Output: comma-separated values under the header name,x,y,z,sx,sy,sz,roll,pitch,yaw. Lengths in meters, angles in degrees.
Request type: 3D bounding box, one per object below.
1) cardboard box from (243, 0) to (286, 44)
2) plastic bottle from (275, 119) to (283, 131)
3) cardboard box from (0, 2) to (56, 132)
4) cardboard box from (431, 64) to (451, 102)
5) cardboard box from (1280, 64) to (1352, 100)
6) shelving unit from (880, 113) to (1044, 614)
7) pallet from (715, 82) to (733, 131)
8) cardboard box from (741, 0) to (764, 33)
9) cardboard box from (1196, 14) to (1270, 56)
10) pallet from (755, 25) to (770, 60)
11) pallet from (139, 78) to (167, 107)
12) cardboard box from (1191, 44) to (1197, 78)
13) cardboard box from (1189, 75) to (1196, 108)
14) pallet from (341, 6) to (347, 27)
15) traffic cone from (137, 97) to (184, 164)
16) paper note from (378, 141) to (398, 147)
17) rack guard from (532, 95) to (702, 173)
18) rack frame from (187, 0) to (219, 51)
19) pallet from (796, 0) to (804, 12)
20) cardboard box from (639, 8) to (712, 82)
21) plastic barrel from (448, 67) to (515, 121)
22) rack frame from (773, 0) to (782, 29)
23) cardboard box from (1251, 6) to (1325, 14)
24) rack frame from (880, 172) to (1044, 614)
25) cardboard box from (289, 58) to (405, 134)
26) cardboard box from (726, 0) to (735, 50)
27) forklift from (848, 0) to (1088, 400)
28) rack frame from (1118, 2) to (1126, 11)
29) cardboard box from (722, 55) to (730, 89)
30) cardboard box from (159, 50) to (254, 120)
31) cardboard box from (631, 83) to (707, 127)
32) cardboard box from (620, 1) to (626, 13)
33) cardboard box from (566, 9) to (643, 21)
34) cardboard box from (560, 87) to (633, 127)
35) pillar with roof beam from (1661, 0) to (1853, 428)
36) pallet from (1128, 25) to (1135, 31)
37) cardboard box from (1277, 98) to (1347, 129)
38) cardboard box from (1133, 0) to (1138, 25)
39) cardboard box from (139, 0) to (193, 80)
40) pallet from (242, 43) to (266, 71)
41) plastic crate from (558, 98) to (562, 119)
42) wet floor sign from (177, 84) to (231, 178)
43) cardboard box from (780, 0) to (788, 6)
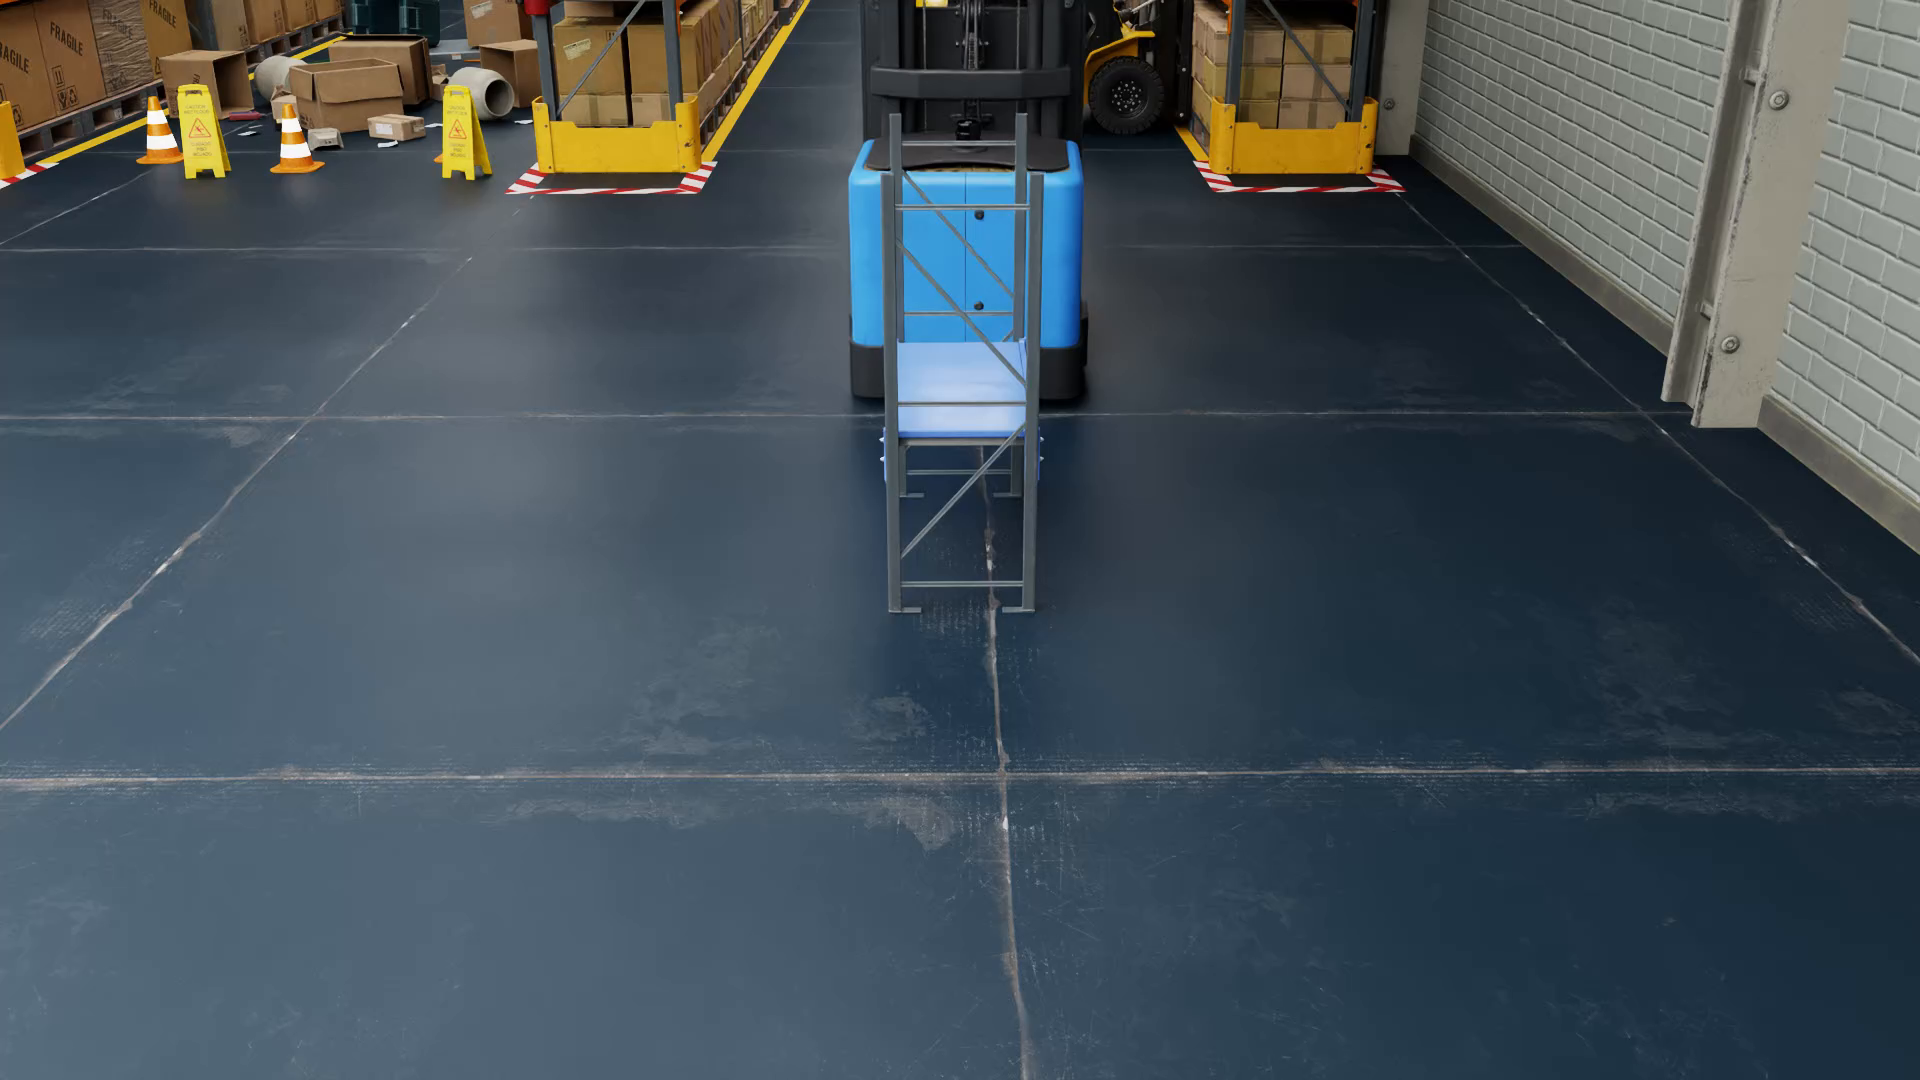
name,x,y,z,sx,sy,sz,roll,pitch,yaw
cardboard box,-7.616,-5.508,17.008,1.050,0.750,0.750,0,24,-1
plastic bottle,-5.627,-3.466,13.838,0.133,0.061,0.283,-9,26,-19
cardboard box,-7.542,-3.543,12.512,0.875,0.875,0.875,0,24,0
cardboard box,-4.701,-4.161,15.129,0.258,0.266,0.396,-19,31,-36
cardboard box,2.646,-3.489,12.545,0.500,0.250,0.500,0,24,0
shelving unit,0.001,-0.648,5.863,0.538,1.500,1.048,0,24,-1
pallet,-2.505,-3.701,14.178,1.003,0.211,1.213,0,24,-1
cardboard box,-2.592,-5.545,17.550,0.950,0.372,0.625,1,24,1
cardboard box,2.115,-3.921,12.893,0.500,0.250,0.500,0,24,0
pallet,-2.590,-5.307,17.727,1.003,0.211,1.213,0,24,-1
pallet,-7.582,-4.104,15.069,1.003,0.211,1.213,0,24,-1
cardboard box,2.104,-3.913,13.482,0.500,0.250,0.500,-1,24,-2
cardboard box,2.130,-3.670,13.551,0.500,0.250,0.500,0,24,0
pallet,-7.563,-6.388,20.119,1.003,0.211,1.213,0,24,-1
traffic cone,-6.055,-3.110,12.564,0.336,0.463,0.334,0,24,-1
paper note,-4.521,-3.132,13.138,0.148,0.019,0.142,-9,26,-19
rack guard,-2.521,-2.997,12.269,1.175,0.500,0.348,0,24,-1
rack frame,-7.512,-5.689,15.188,1.000,3.000,0.127,0,24,-1
pallet,-2.551,-6.957,21.376,1.003,0.211,1.213,0,24,-1
cardboard box,-2.263,-3.943,13.246,0.500,0.500,0.500,-1,24,-3
plastic barrel,-4.056,-3.775,14.082,0.512,0.421,0.421,19,30,35
rack frame,-2.607,-7.401,18.973,1.000,3.000,0.127,0,24,-1
cardboard box,2.624,-4.133,13.362,0.500,0.250,0.500,0,24,-1
rack frame,0.006,-0.439,5.400,0.500,1.500,0.032,0,24,-1
cardboard box,-5.071,-3.679,13.774,0.797,0.503,0.637,-19,31,-36
cardboard box,-2.282,-4.580,14.655,0.500,0.500,0.500,0,24,0
forklift,0.071,-2.529,8.285,1.130,2.935,3.031,1,24,2
rack frame,2.356,-7.425,19.026,1.000,3.000,0.127,0,24,-1
cardboard box,-2.272,-4.020,14.325,0.500,0.250,0.500,0,24,0
cardboard box,-6.469,-3.916,14.298,0.500,0.500,0.500,4,25,9
cardboard box,-2.252,-3.376,12.902,0.500,0.250,0.500,0,24,-1
cardboard box,-2.860,-4.263,13.167,0.380,0.149,0.250,0,24,0
cardboard box,-2.799,-3.928,13.213,0.500,0.500,0.500,1,24,1
cardboard box,-2.798,-3.384,12.920,0.500,0.250,0.500,0,24,-1
pillar with roof beam,-0.902,-4.661,5.635,9.100,9.000,0.400,0,24,-1
pallet,2.336,-5.313,17.741,1.003,0.211,1.213,0,24,-1
cardboard box,2.634,-3.270,12.667,0.500,0.250,0.500,0,24,0
cardboard box,2.364,-6.008,18.265,0.875,0.625,0.625,1,24,1
cardboard box,-7.575,-4.652,14.965,0.875,0.875,0.875,0,24,0
pallet,-7.596,-4.736,16.465,1.003,0.211,1.213,0,24,-1
plastic crate,-3.366,-3.772,14.492,0.402,0.080,0.583,-9,26,-19
wet floor sign,-5.488,-2.965,12.022,0.267,0.644,0.232,-4,25,-10
cardboard box,-2.532,-6.909,19.955,0.875,0.875,0.875,0,24,-1
